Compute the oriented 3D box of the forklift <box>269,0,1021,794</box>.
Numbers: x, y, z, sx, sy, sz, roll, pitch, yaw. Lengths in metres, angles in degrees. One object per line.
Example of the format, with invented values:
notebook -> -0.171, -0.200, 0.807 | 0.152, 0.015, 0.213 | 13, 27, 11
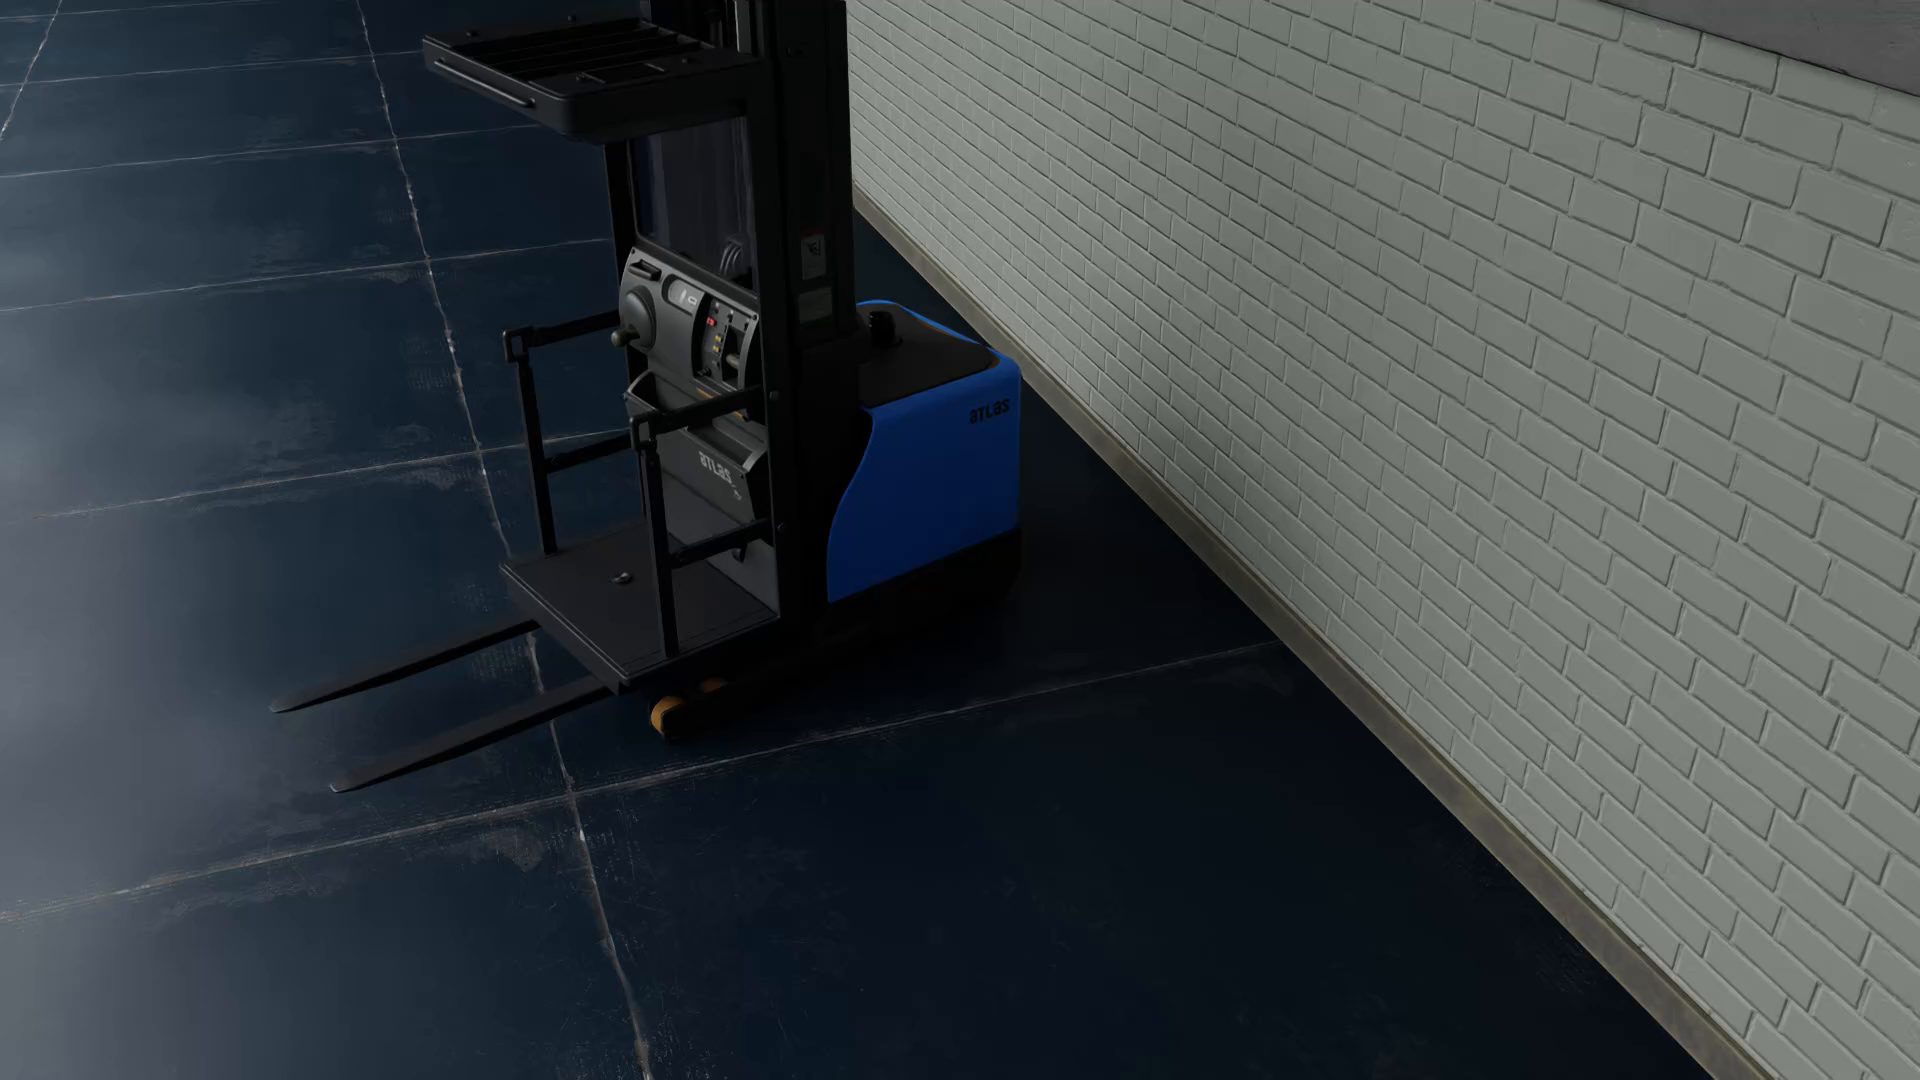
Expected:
forklift -> -1.197, -0.803, 6.199 | 3.031, 2.935, 1.130 | -22, 36, -33
